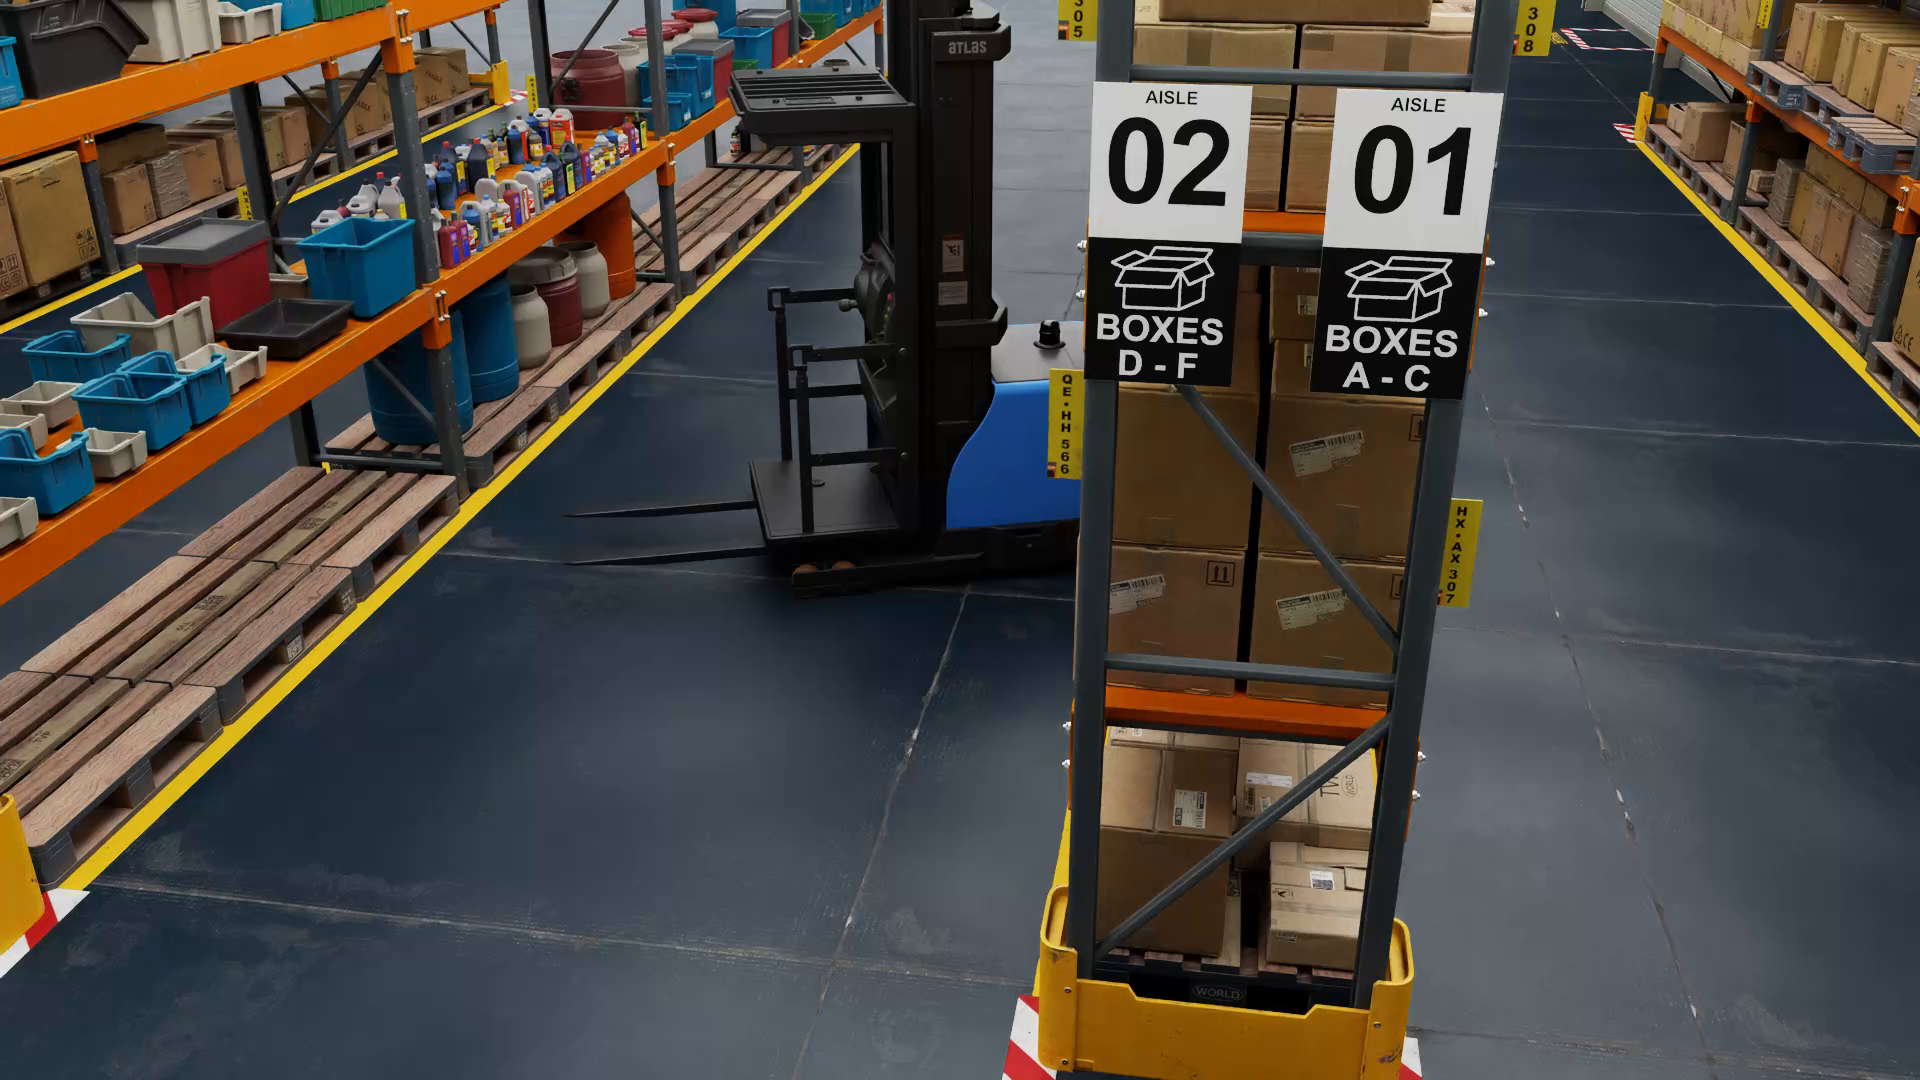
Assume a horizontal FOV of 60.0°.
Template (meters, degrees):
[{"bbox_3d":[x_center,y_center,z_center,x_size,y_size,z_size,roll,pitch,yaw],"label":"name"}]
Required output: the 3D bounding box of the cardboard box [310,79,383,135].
[{"bbox_3d":[-6.778,-4.778,18.372,0.500,0.500,0.500,13,28,25],"label":"cardboard box"}]

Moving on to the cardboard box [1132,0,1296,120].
[{"bbox_3d":[0.675,-1.358,4.662,0.500,0.250,0.500,4,25,9],"label":"cardboard box"}]

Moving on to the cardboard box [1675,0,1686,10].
[{"bbox_3d":[7.880,-5.854,17.488,0.500,0.500,0.500,4,25,9],"label":"cardboard box"}]

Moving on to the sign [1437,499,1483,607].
[{"bbox_3d":[1.378,0.037,4.611,0.100,0.325,0.005,4,25,9],"label":"sign"}]

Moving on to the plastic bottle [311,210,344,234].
[{"bbox_3d":[-3.645,-1.757,9.612,0.152,0.276,0.135,4,25,9],"label":"plastic bottle"}]

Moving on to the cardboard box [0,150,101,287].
[{"bbox_3d":[-7.756,-2.583,13.241,1.225,0.875,0.875,3,25,6],"label":"cardboard box"}]

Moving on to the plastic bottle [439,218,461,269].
[{"bbox_3d":[-2.909,-1.697,9.475,0.061,0.283,0.133,4,25,9],"label":"plastic bottle"}]

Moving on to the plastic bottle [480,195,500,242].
[{"bbox_3d":[-2.833,-1.935,9.997,0.097,0.271,0.097,0,25,0],"label":"plastic bottle"}]

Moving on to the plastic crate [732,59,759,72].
[{"bbox_3d":[-2.089,-4.128,14.781,0.450,0.188,0.662,4,25,9],"label":"plastic crate"}]

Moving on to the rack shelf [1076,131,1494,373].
[{"bbox_3d":[1.169,-1.478,6.179,1.077,0.370,4.000,4,25,9],"label":"rack shelf"}]

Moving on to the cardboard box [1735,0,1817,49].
[{"bbox_3d":[7.463,-4.785,15.204,0.500,0.500,0.500,4,25,8],"label":"cardboard box"}]

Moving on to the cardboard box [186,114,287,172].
[{"bbox_3d":[-7.187,-3.929,16.535,0.700,0.500,0.500,4,25,8],"label":"cardboard box"}]

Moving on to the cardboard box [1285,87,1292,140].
[{"bbox_3d":[1.272,-1.304,5.137,0.500,0.250,0.500,4,25,9],"label":"cardboard box"}]

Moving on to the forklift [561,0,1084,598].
[{"bbox_3d":[-0.616,-1.274,8.514,3.031,2.935,1.130,-5,26,-11],"label":"forklift"}]

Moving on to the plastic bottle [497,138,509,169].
[{"bbox_3d":[-3.269,-2.755,11.831,0.097,0.201,0.097,0,25,0],"label":"plastic bottle"}]

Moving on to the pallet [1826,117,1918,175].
[{"bbox_3d":[7.049,-2.831,11.986,1.213,0.211,1.003,4,25,9],"label":"pallet"}]

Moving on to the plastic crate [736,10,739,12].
[{"bbox_3d":[-2.170,-5.386,17.394,0.499,0.251,0.616,4,25,9],"label":"plastic crate"}]

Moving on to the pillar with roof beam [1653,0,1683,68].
[{"bbox_3d":[5.817,-11.131,22.414,9.100,9.000,0.400,4,25,9],"label":"pillar with roof beam"}]

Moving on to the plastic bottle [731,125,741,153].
[{"bbox_3d":[-2.329,-4.165,17.295,0.061,0.283,0.133,5,26,11],"label":"plastic bottle"}]

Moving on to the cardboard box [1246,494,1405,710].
[{"bbox_3d":[1.175,0.179,5.211,0.500,0.500,0.500,5,25,10],"label":"cardboard box"}]

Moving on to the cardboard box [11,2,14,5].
[{"bbox_3d":[-11.525,-6.373,19.151,0.875,0.550,0.550,4,25,9],"label":"cardboard box"}]

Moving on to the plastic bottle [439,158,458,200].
[{"bbox_3d":[-3.369,-2.374,10.935,0.097,0.271,0.097,0,25,0],"label":"plastic bottle"}]

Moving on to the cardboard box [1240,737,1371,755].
[{"bbox_3d":[1.375,0.812,6.702,0.500,0.250,0.500,4,25,9],"label":"cardboard box"}]

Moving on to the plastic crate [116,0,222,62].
[{"bbox_3d":[-3.377,-2.164,6.935,0.437,0.282,0.530,4,25,9],"label":"plastic crate"}]

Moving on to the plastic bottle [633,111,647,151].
[{"bbox_3d":[-2.382,-3.047,12.360,0.061,0.283,0.133,4,25,9],"label":"plastic bottle"}]

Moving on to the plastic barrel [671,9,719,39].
[{"bbox_3d":[-2.455,-4.649,15.482,0.433,0.535,0.433,0,25,0],"label":"plastic barrel"}]

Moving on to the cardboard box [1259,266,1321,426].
[{"bbox_3d":[1.340,-0.702,5.914,0.500,0.500,0.500,4,25,9],"label":"cardboard box"}]

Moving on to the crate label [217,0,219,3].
[{"bbox_3d":[-3.755,-2.681,8.211,0.293,0.136,0.466,4,25,9],"label":"crate label"}]

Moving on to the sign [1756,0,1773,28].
[{"bbox_3d":[7.155,-4.712,14.757,0.100,0.325,0.005,4,25,9],"label":"sign"}]

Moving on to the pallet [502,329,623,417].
[{"bbox_3d":[-3.026,-1.195,11.553,1.003,0.211,1.213,4,25,9],"label":"pallet"}]

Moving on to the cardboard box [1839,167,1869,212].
[{"bbox_3d":[7.338,-2.774,13.182,0.500,0.250,0.500,4,25,8],"label":"cardboard box"}]

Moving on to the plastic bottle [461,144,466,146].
[{"bbox_3d":[-3.361,-2.552,11.317,0.097,0.271,0.097,0,25,0],"label":"plastic bottle"}]

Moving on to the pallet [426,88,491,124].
[{"bbox_3d":[-6.495,-5.356,20.443,1.003,0.211,1.213,4,25,9],"label":"pallet"}]

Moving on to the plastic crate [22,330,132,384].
[{"bbox_3d":[-3.961,-0.781,7.507,0.416,0.233,0.300,4,25,9],"label":"plastic crate"}]

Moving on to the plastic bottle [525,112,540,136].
[{"bbox_3d":[-3.172,-3.036,12.349,0.097,0.271,0.097,0,25,0],"label":"plastic bottle"}]

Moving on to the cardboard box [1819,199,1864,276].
[{"bbox_3d":[7.356,-2.402,13.272,0.700,0.500,0.500,4,25,8],"label":"cardboard box"}]

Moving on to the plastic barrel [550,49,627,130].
[{"bbox_3d":[-2.959,-3.576,13.190,0.600,0.536,0.708,4,25,9],"label":"plastic barrel"}]

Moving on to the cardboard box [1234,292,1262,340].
[{"bbox_3d":[0.726,-0.523,5.532,0.500,0.500,0.500,5,25,10],"label":"cardboard box"}]

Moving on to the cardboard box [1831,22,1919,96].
[{"bbox_3d":[7.399,-3.809,13.212,0.700,0.500,0.500,8,26,16],"label":"cardboard box"}]

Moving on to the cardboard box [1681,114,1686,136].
[{"bbox_3d":[8.050,-4.418,17.804,0.500,0.311,0.500,6,26,13],"label":"cardboard box"}]

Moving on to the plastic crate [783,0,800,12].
[{"bbox_3d":[-1.893,-6.173,19.212,0.298,0.136,0.250,4,25,9],"label":"plastic crate"}]

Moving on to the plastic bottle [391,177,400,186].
[{"bbox_3d":[-3.502,-2.121,10.389,0.152,0.276,0.135,4,25,9],"label":"plastic bottle"}]

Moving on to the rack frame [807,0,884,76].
[{"bbox_3d":[-1.429,-6.645,19.908,1.000,3.000,0.127,4,25,9],"label":"rack frame"}]

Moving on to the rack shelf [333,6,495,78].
[{"bbox_3d":[-6.642,-5.826,19.006,1.077,0.370,4.000,4,25,9],"label":"rack shelf"}]

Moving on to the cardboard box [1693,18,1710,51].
[{"bbox_3d":[7.707,-5.075,16.708,0.500,0.250,0.500,4,25,9],"label":"cardboard box"}]

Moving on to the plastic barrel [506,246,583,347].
[{"bbox_3d":[-2.984,-1.719,11.733,0.600,0.588,0.708,4,25,9],"label":"plastic barrel"}]

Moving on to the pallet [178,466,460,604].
[{"bbox_3d":[-3.472,-0.053,9.114,1.003,0.211,1.213,4,25,9],"label":"pallet"}]

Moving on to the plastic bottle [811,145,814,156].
[{"bbox_3d":[-1.565,-4.092,17.235,0.097,0.201,0.097,0,25,0],"label":"plastic bottle"}]

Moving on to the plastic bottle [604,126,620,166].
[{"bbox_3d":[-2.488,-2.817,11.882,0.097,0.271,0.097,0,25,0],"label":"plastic bottle"}]

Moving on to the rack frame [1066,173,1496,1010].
[{"bbox_3d":[0.842,0.392,4.875,1.000,3.000,0.127,4,25,9],"label":"rack frame"}]

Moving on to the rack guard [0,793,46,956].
[{"bbox_3d":[-4.035,1.190,6.118,1.175,0.500,0.348,4,25,9],"label":"rack guard"}]

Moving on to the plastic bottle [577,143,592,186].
[{"bbox_3d":[-2.568,-2.569,11.339,0.061,0.283,0.133,4,25,9],"label":"plastic bottle"}]

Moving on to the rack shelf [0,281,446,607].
[{"bbox_3d":[-3.717,-0.464,7.551,1.077,0.370,4.000,4,25,9],"label":"rack shelf"}]

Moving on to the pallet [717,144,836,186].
[{"bbox_3d":[-1.932,-3.987,17.519,1.003,0.211,1.213,4,25,9],"label":"pallet"}]

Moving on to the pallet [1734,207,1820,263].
[{"bbox_3d":[7.565,-2.697,14.763,1.003,0.211,1.213,4,25,9],"label":"pallet"}]

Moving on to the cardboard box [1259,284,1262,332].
[{"bbox_3d":[1.585,-0.884,7.482,0.500,0.500,0.500,5,25,10],"label":"cardboard box"}]

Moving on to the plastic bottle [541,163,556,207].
[{"bbox_3d":[-2.687,-2.307,10.791,0.097,0.271,0.097,0,25,0],"label":"plastic bottle"}]

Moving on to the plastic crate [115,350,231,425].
[{"bbox_3d":[-3.414,-0.661,7.251,0.416,0.233,0.300,4,25,9],"label":"plastic crate"}]
